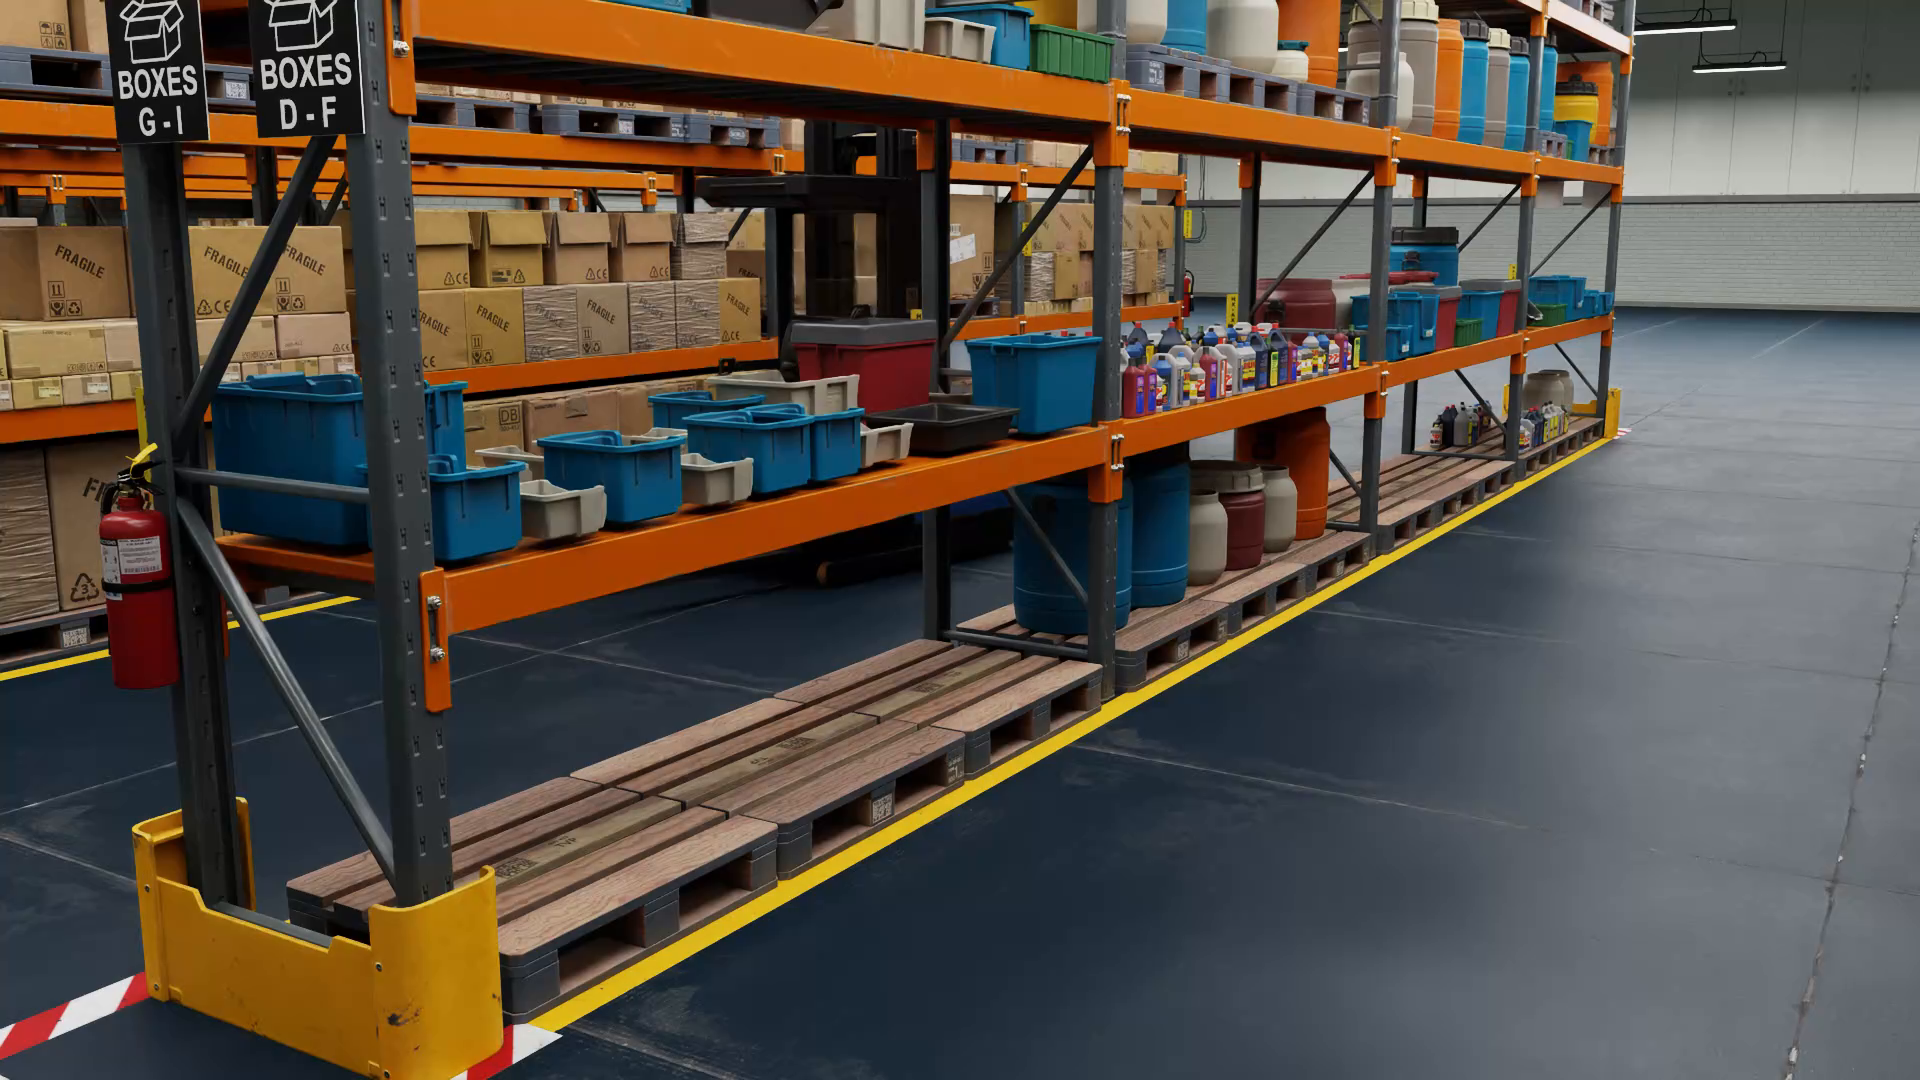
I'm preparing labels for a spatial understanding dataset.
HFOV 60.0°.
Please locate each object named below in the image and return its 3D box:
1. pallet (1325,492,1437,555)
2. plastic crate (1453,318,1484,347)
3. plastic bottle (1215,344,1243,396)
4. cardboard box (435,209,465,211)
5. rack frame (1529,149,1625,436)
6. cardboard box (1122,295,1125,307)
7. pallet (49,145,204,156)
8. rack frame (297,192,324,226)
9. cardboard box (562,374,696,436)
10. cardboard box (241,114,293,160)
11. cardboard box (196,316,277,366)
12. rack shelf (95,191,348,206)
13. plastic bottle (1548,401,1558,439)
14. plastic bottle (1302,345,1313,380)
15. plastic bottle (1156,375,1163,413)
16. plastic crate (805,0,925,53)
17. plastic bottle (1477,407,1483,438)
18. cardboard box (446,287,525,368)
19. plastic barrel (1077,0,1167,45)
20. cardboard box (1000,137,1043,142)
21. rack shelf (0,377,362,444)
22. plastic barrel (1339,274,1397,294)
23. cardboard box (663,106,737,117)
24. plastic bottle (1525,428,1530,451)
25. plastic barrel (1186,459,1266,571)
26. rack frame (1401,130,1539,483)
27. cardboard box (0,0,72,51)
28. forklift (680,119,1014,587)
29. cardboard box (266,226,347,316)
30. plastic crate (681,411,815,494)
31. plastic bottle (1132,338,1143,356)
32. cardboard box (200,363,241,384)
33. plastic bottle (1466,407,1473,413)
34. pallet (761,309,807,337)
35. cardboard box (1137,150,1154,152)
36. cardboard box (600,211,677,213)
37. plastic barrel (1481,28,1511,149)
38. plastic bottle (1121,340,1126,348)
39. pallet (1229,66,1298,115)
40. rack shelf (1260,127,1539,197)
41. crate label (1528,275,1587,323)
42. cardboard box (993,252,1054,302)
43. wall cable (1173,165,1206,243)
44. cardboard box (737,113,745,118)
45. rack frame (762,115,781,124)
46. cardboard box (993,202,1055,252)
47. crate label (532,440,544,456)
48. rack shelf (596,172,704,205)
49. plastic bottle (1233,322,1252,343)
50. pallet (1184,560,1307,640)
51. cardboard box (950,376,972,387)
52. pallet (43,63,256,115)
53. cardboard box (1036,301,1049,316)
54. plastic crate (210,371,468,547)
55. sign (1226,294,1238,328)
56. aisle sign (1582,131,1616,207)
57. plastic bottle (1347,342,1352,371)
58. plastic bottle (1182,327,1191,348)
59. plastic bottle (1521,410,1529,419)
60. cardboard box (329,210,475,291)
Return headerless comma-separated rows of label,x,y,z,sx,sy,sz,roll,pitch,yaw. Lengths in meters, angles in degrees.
pallet,2.786,-0.141,12.047,1.003,0.211,1.213,6,12,31
plastic crate,3.764,-1.617,12.932,0.450,0.188,0.662,6,12,31
plastic bottle,1.441,-0.922,8.977,0.152,0.276,0.135,6,12,31
cardboard box,-7.294,-4.332,23.060,0.700,0.500,0.500,6,12,29
rack frame,6.504,-2.651,17.880,1.000,3.000,0.127,6,12,31
cardboard box,1.664,-2.738,19.027,0.380,0.149,0.250,6,12,31
pallet,-7.199,-3.359,14.021,1.213,0.211,1.003,6,12,31
rack frame,-6.069,-2.356,16.303,1.000,3.000,0.127,6,12,31
cardboard box,-2.728,-0.782,12.529,1.225,0.875,0.875,6,12,31
cardboard box,-6.397,-3.686,14.981,0.500,0.500,0.500,6,12,31
cardboard box,-4.231,-1.134,9.372,0.500,0.250,0.500,7,13,32
rack shelf,-11.482,-5.351,26.104,1.077,0.370,4.000,6,12,31
plastic bottle,5.616,-1.150,15.861,0.144,0.351,0.185,7,13,33
plastic bottle,2.057,-1.062,9.929,0.097,0.201,0.097,0,11,0
plastic bottle,0.942,-0.724,8.126,0.097,0.201,0.097,0,11,0
plastic crate,-0.388,-1.870,5.878,0.437,0.282,0.530,6,12,31
plastic bottle,4.962,-1.128,15.930,0.061,0.283,0.133,6,12,31
cardboard box,-3.247,-1.414,10.999,0.500,0.500,0.500,6,12,31
plastic barrel,0.761,-2.571,7.786,0.433,0.535,0.433,0,11,0
cardboard box,0.626,-4.114,16.864,0.380,0.149,0.250,6,12,29
rack shelf,-4.998,-0.569,8.712,1.077,0.370,4.000,6,12,31
plastic barrel,3.138,-1.776,12.835,0.433,0.535,0.433,0,11,0
cardboard box,-2.138,-3.495,12.813,0.797,0.503,0.637,7,13,34
plastic bottle,5.073,-0.903,14.951,0.097,0.201,0.097,0,11,0
plastic barrel,1.525,-0.158,9.974,0.600,0.588,0.708,6,12,31
rack frame,4.427,-2.022,14.519,1.000,3.000,0.127,6,12,31
cardboard box,-4.990,-2.735,8.489,0.700,0.500,0.500,7,13,33
forklift,-0.968,-1.252,10.593,1.130,2.935,3.031,10,15,43
cardboard box,-3.969,-1.581,9.721,0.500,0.500,0.500,7,13,32
plastic crate,-0.710,-0.297,5.594,0.416,0.233,0.300,6,12,31
plastic bottle,1.002,-1.024,9.538,0.097,0.271,0.097,0,11,0
cardboard box,-4.238,-0.913,9.278,0.380,0.149,0.250,7,12,32
plastic bottle,4.870,-1.135,15.985,0.152,0.276,0.135,7,12,32
pallet,-1.604,-1.894,14.357,1.213,0.211,1.003,6,12,31
cardboard box,2.000,-4.523,19.048,0.380,0.149,0.250,6,12,31
cardboard box,-3.772,-3.644,19.842,0.875,0.550,0.550,6,12,31
plastic barrel,4.009,-3.540,13.110,0.600,0.901,0.600,0,11,0
plastic bottle,0.844,-0.990,9.345,0.152,0.276,0.135,6,12,31
pallet,1.184,-2.457,9.203,1.003,0.211,1.213,6,12,31
rack shelf,3.389,-2.829,12.629,1.077,0.370,4.000,6,12,31
crate label,5.780,-2.353,16.192,0.502,0.435,0.616,6,12,31
cardboard box,0.481,-2.756,17.357,0.875,0.500,0.500,6,12,31
wall cable,6.660,-10.999,54.605,3.097,2.526,0.112,6,12,31
cardboard box,-1.849,-3.735,13.884,0.500,0.500,0.500,7,13,32
rack frame,-1.883,-4.815,13.135,1.000,3.000,0.127,6,12,31
cardboard box,0.645,-3.229,17.167,0.500,0.500,0.500,6,12,31
crate label,-1.248,-0.271,5.717,0.396,0.136,0.243,6,12,31
rack shelf,-2.954,-4.421,21.133,1.077,0.370,4.000,6,12,31
plastic bottle,1.850,-1.295,10.972,0.152,0.276,0.135,6,12,31
pallet,1.343,0.297,9.711,1.003,0.211,1.213,6,12,31
cardboard box,-0.143,-1.389,16.732,0.700,0.500,0.500,5,12,26
pallet,-4.393,-2.540,9.376,1.003,0.211,1.213,6,12,31
cardboard box,0.704,-2.415,17.301,0.380,0.149,0.250,6,12,31
plastic crate,-1.789,-0.252,4.806,0.616,0.435,0.499,6,12,31
sign,1.877,-1.525,11.419,0.100,0.325,0.005,6,12,31
aisle sign,6.795,-3.912,17.549,0.394,0.787,0.004,6,12,31
plastic bottle,2.430,-1.175,10.532,0.097,0.201,0.097,0,11,0
plastic bottle,1.381,-1.173,10.299,0.061,0.283,0.133,6,12,31
plastic bottle,5.380,-1.094,15.766,0.152,0.276,0.135,6,12,31
cardboard box,-3.635,-1.881,10.766,0.797,0.503,0.637,6,12,29
